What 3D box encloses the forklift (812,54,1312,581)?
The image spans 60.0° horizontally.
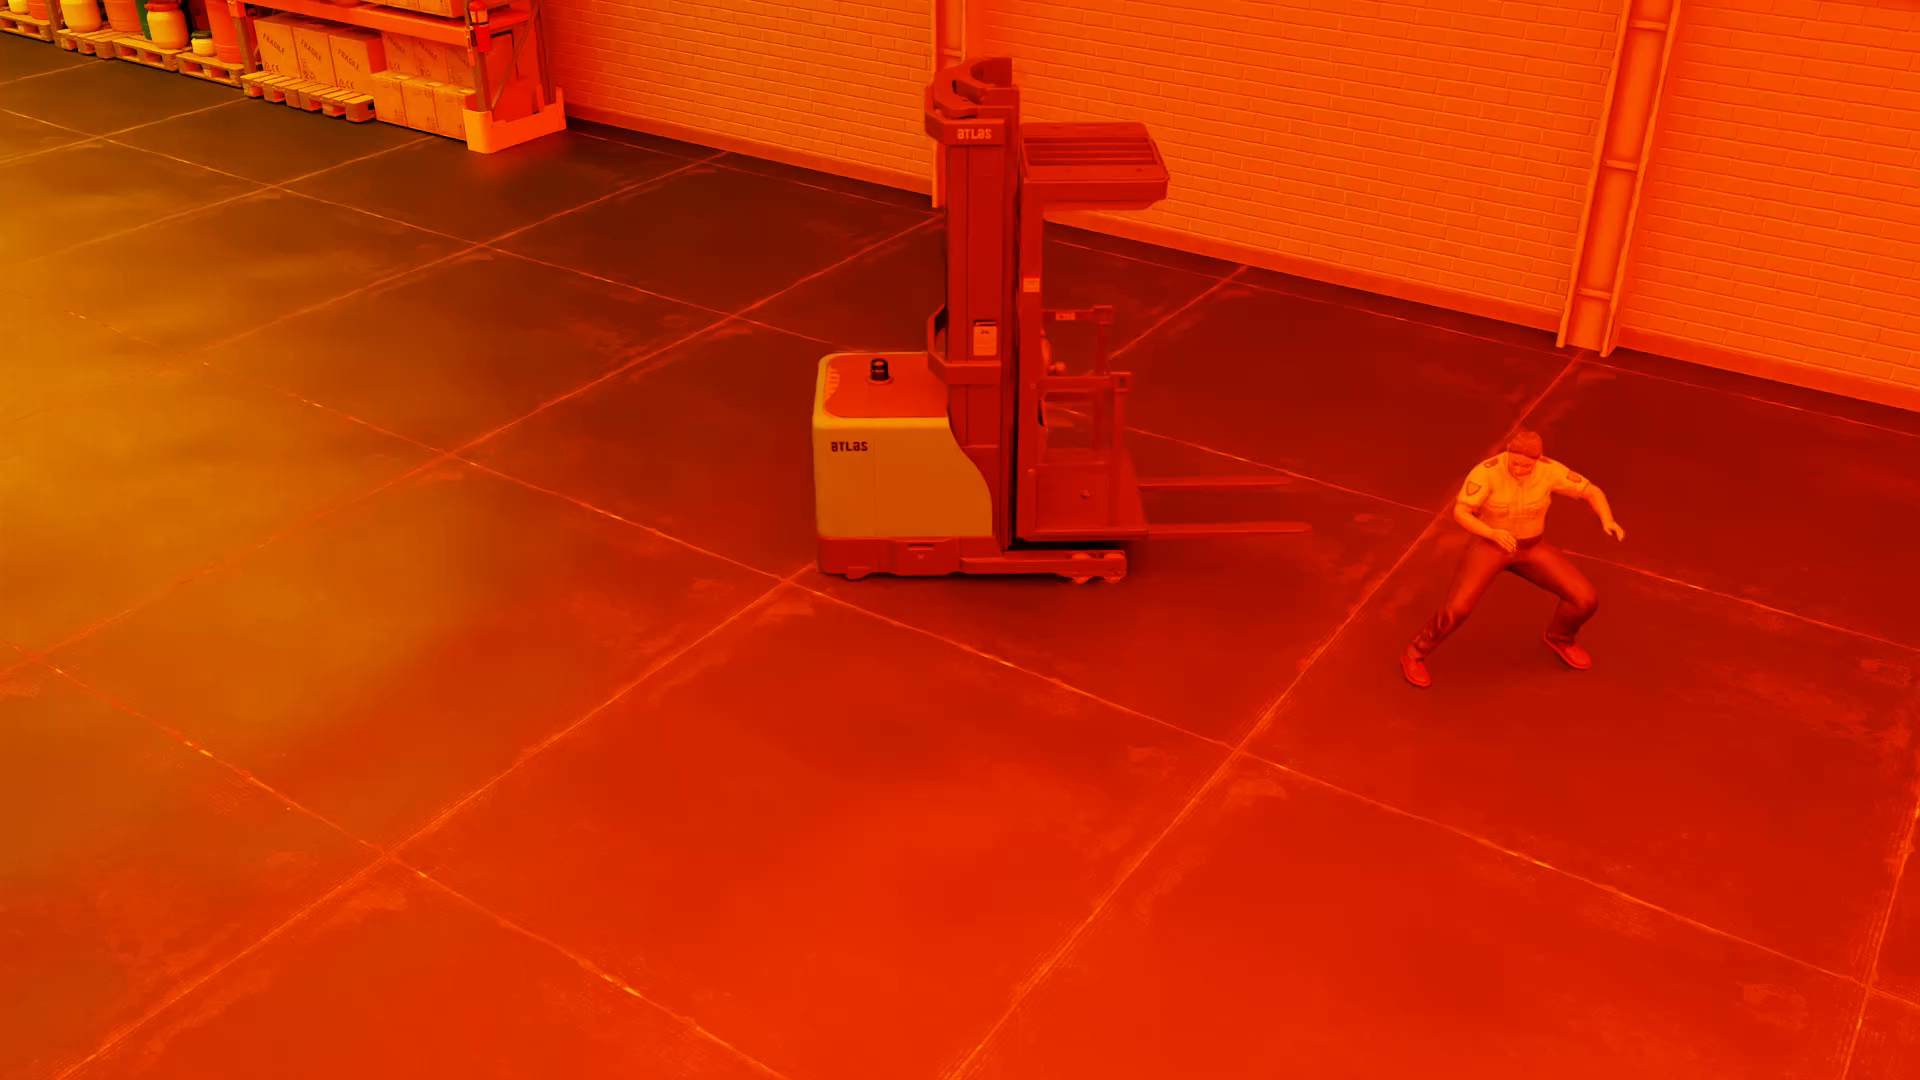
[{"bbox_3d":[0.632,-1.286,9.795,3.031,2.935,1.130,-1,30,-1],"label":"forklift"}]

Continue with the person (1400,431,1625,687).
[{"bbox_3d":[2.985,0.089,8.931,1.043,1.420,0.668,3,30,5],"label":"person"}]
